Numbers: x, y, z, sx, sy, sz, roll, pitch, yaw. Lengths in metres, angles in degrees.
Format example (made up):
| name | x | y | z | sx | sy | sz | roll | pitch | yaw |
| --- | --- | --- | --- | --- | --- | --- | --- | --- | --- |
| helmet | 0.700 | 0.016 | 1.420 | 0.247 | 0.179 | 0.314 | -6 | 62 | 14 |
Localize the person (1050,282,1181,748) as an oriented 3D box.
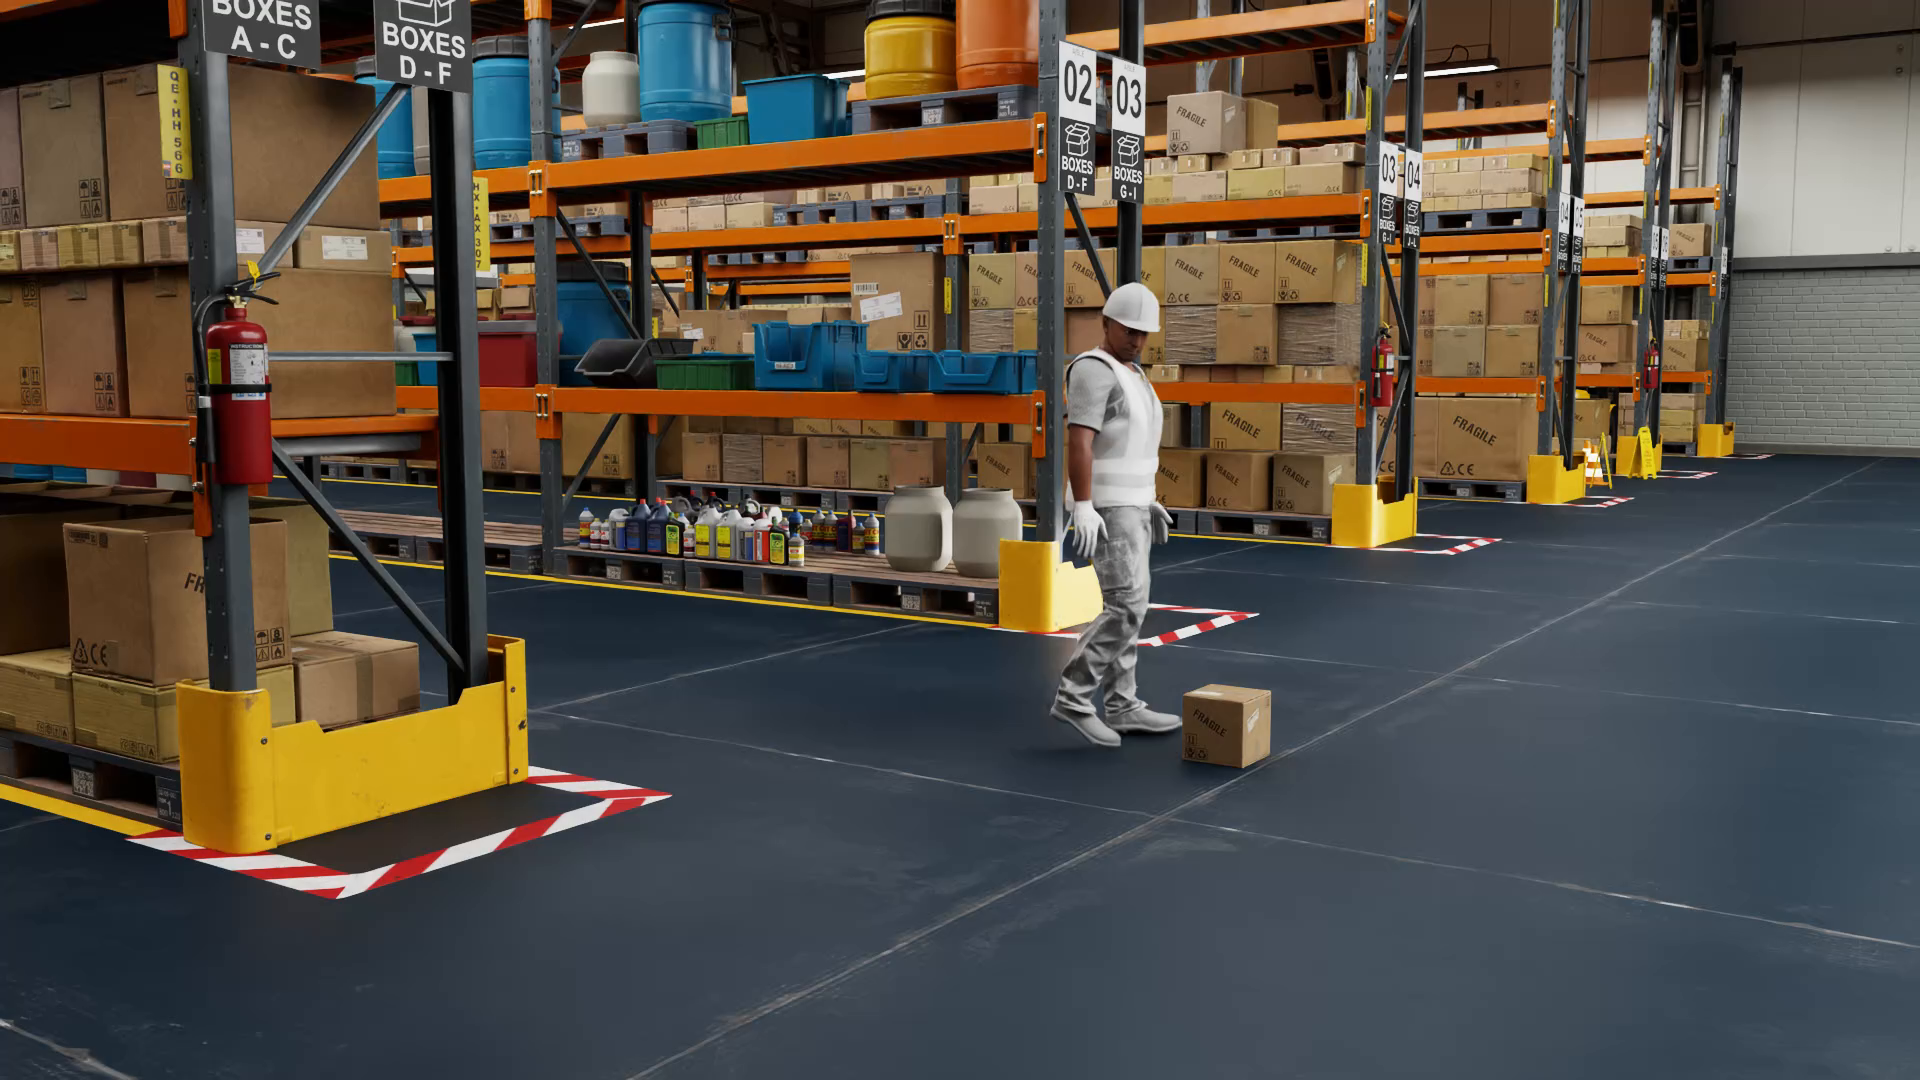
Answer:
| name | x | y | z | sx | sy | sz | roll | pitch | yaw |
| --- | --- | --- | --- | --- | --- | --- | --- | --- | --- |
| person | 0.618 | -0.105 | 6.493 | 0.450 | 1.779 | 0.656 | 2 | 7 | 17 |
